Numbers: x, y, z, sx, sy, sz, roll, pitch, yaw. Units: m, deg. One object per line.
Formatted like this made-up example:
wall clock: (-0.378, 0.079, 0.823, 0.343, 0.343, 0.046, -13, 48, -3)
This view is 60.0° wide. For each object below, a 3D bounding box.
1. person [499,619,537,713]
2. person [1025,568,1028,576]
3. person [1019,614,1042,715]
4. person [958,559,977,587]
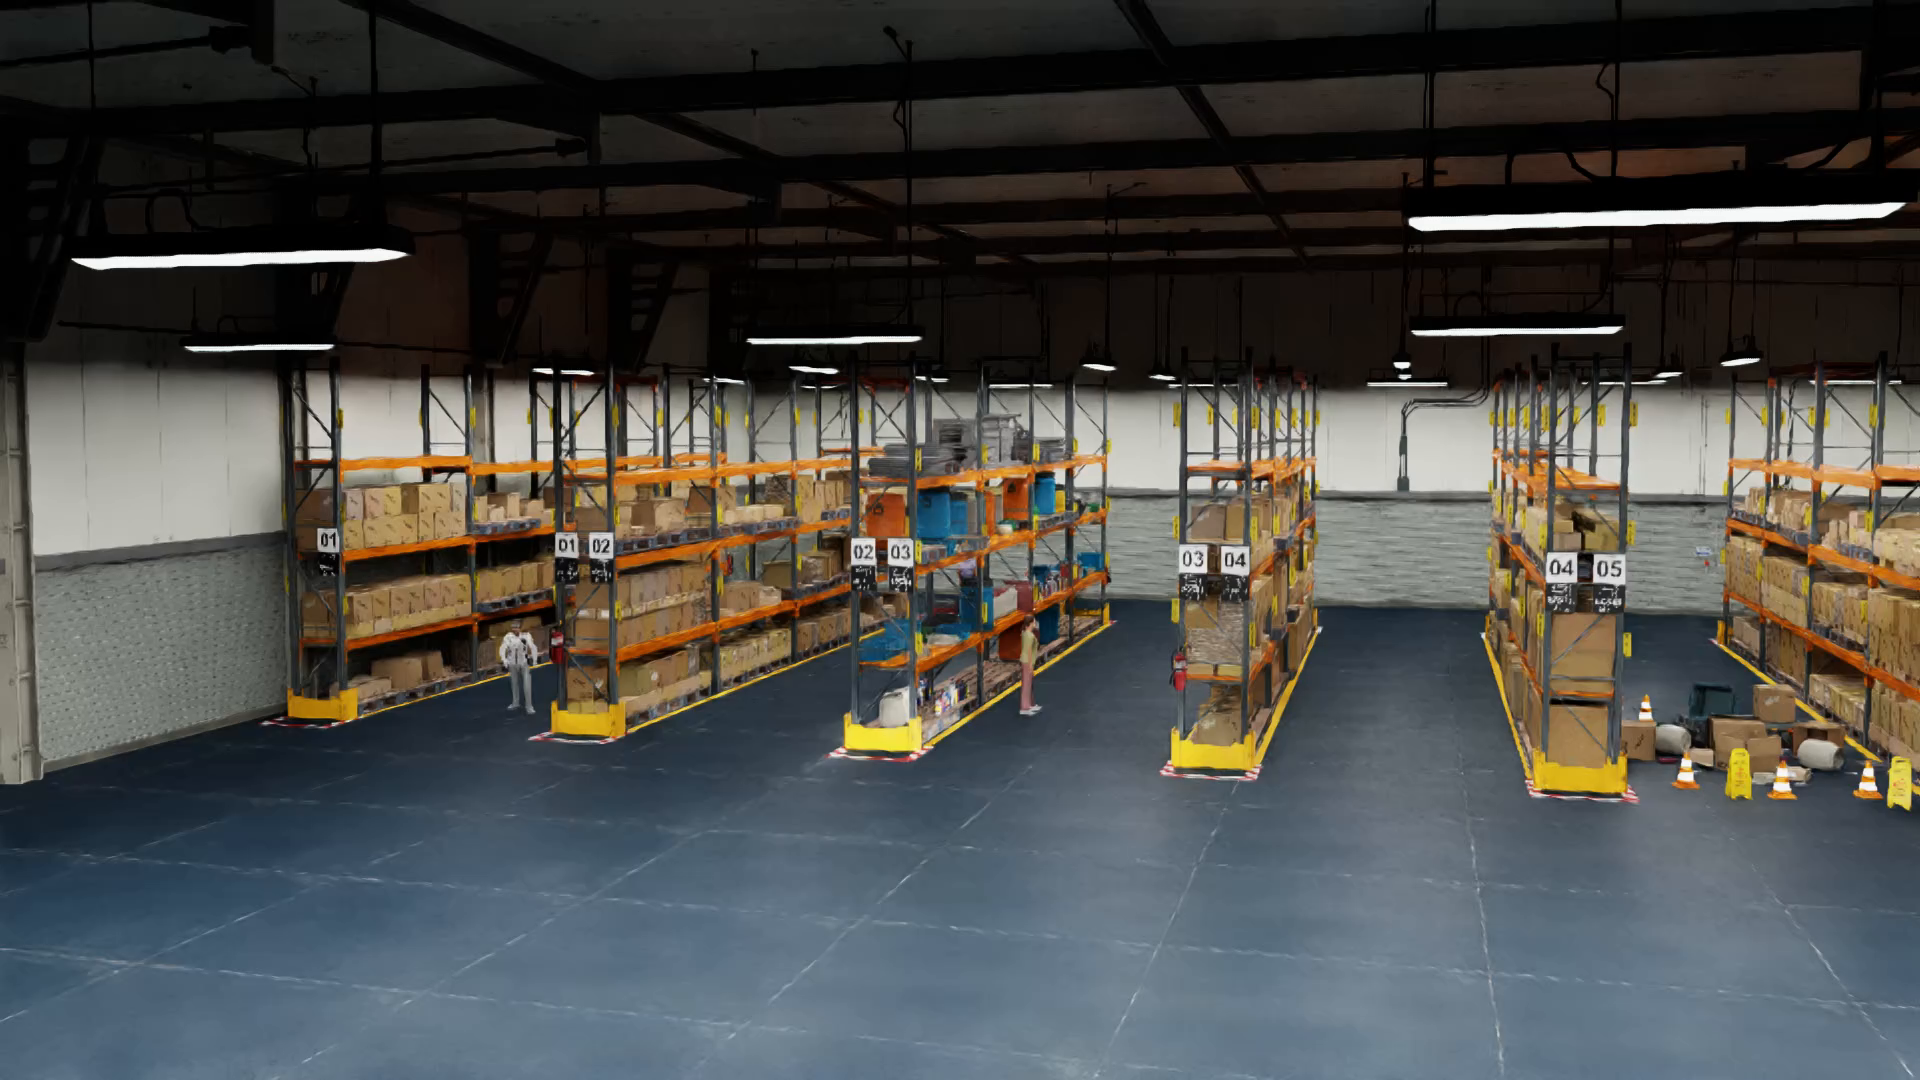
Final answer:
person: (-7.493, 2.110, 28.293, 0.630, 1.608, 0.806, 0, 4, -2)
person: (1.692, 1.395, 38.585, 0.462, 1.533, 0.872, 3, 5, 37)
person: (1.201, 2.090, 28.065, 0.454, 1.679, 0.538, -1, 4, -10)
person: (0.174, 1.029, 43.281, 0.479, 1.567, 1.090, 1, 4, 17)
